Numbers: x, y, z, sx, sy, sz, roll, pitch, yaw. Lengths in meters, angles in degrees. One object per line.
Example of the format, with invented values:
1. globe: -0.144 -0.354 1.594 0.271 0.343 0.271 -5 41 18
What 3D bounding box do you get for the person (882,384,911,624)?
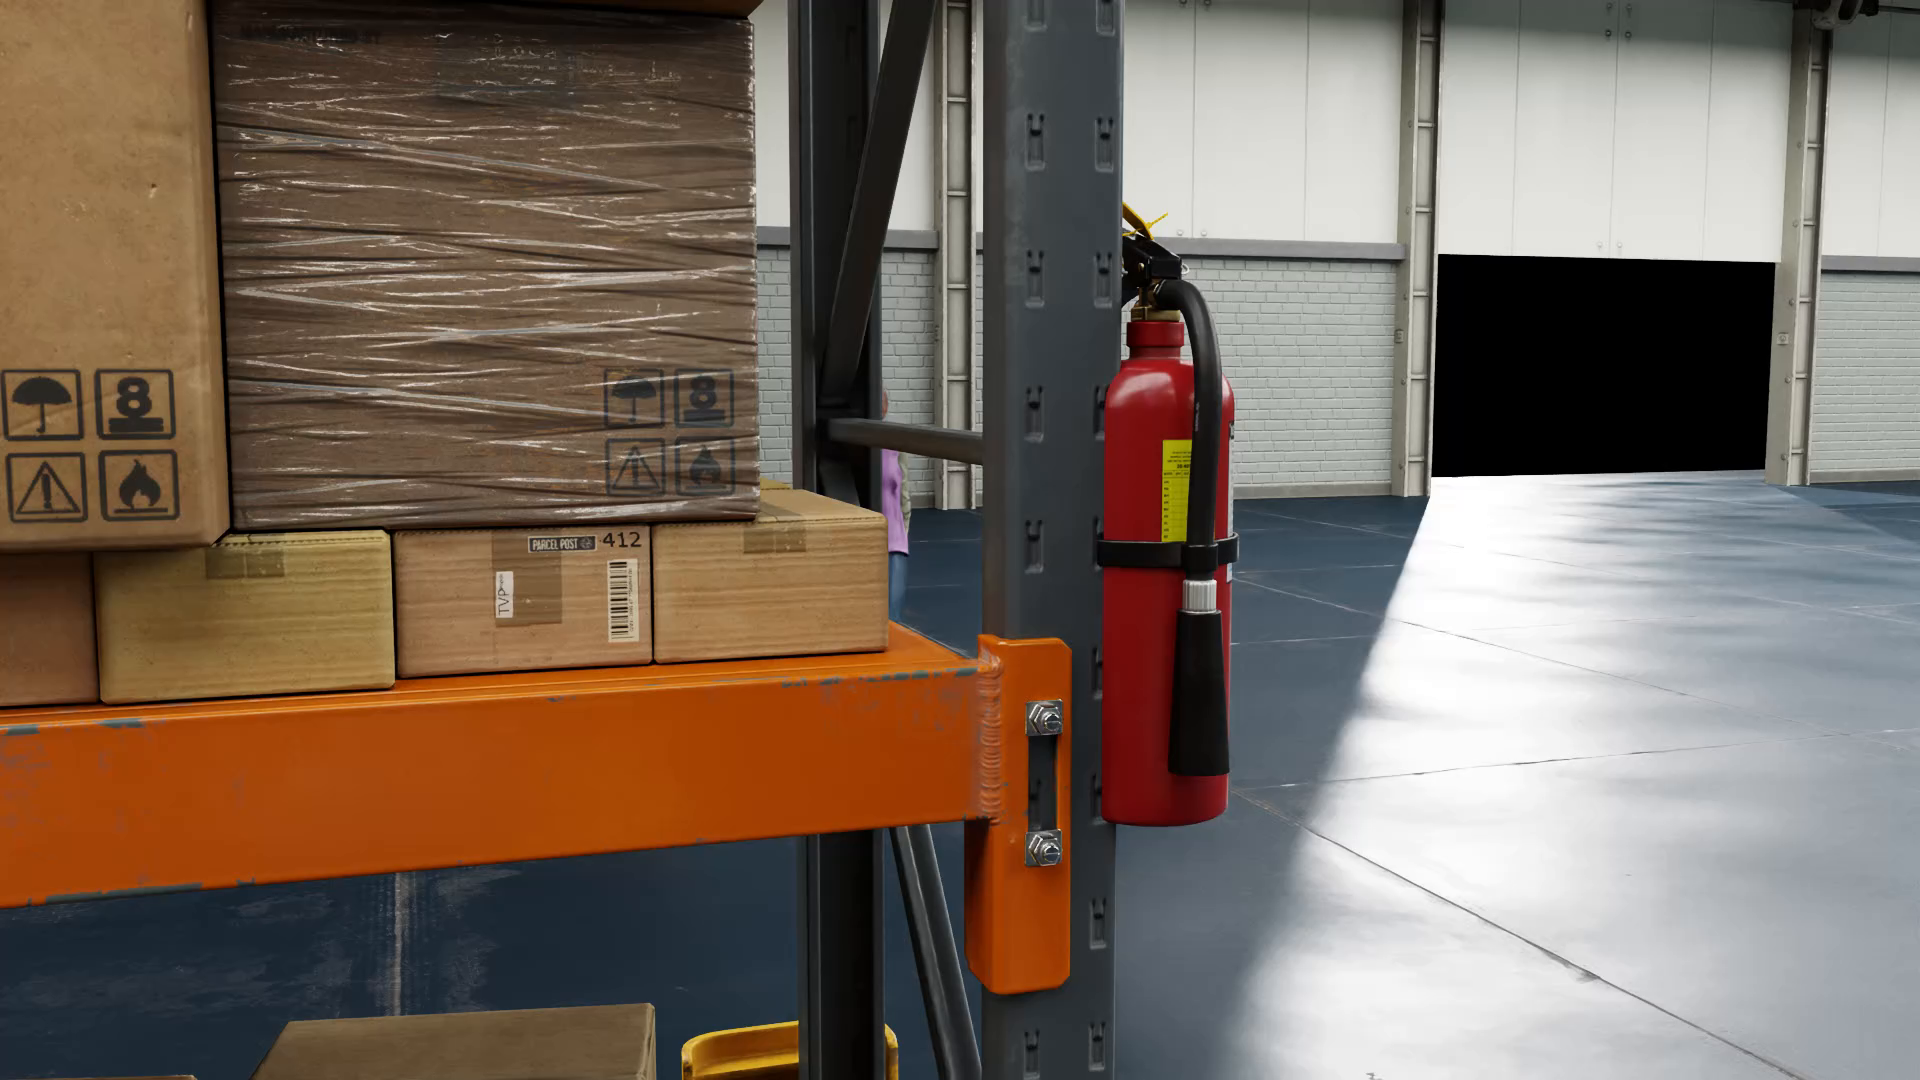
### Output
1. person: -0.407 0.063 7.097 0.394 1.549 0.851 0 6 -2
